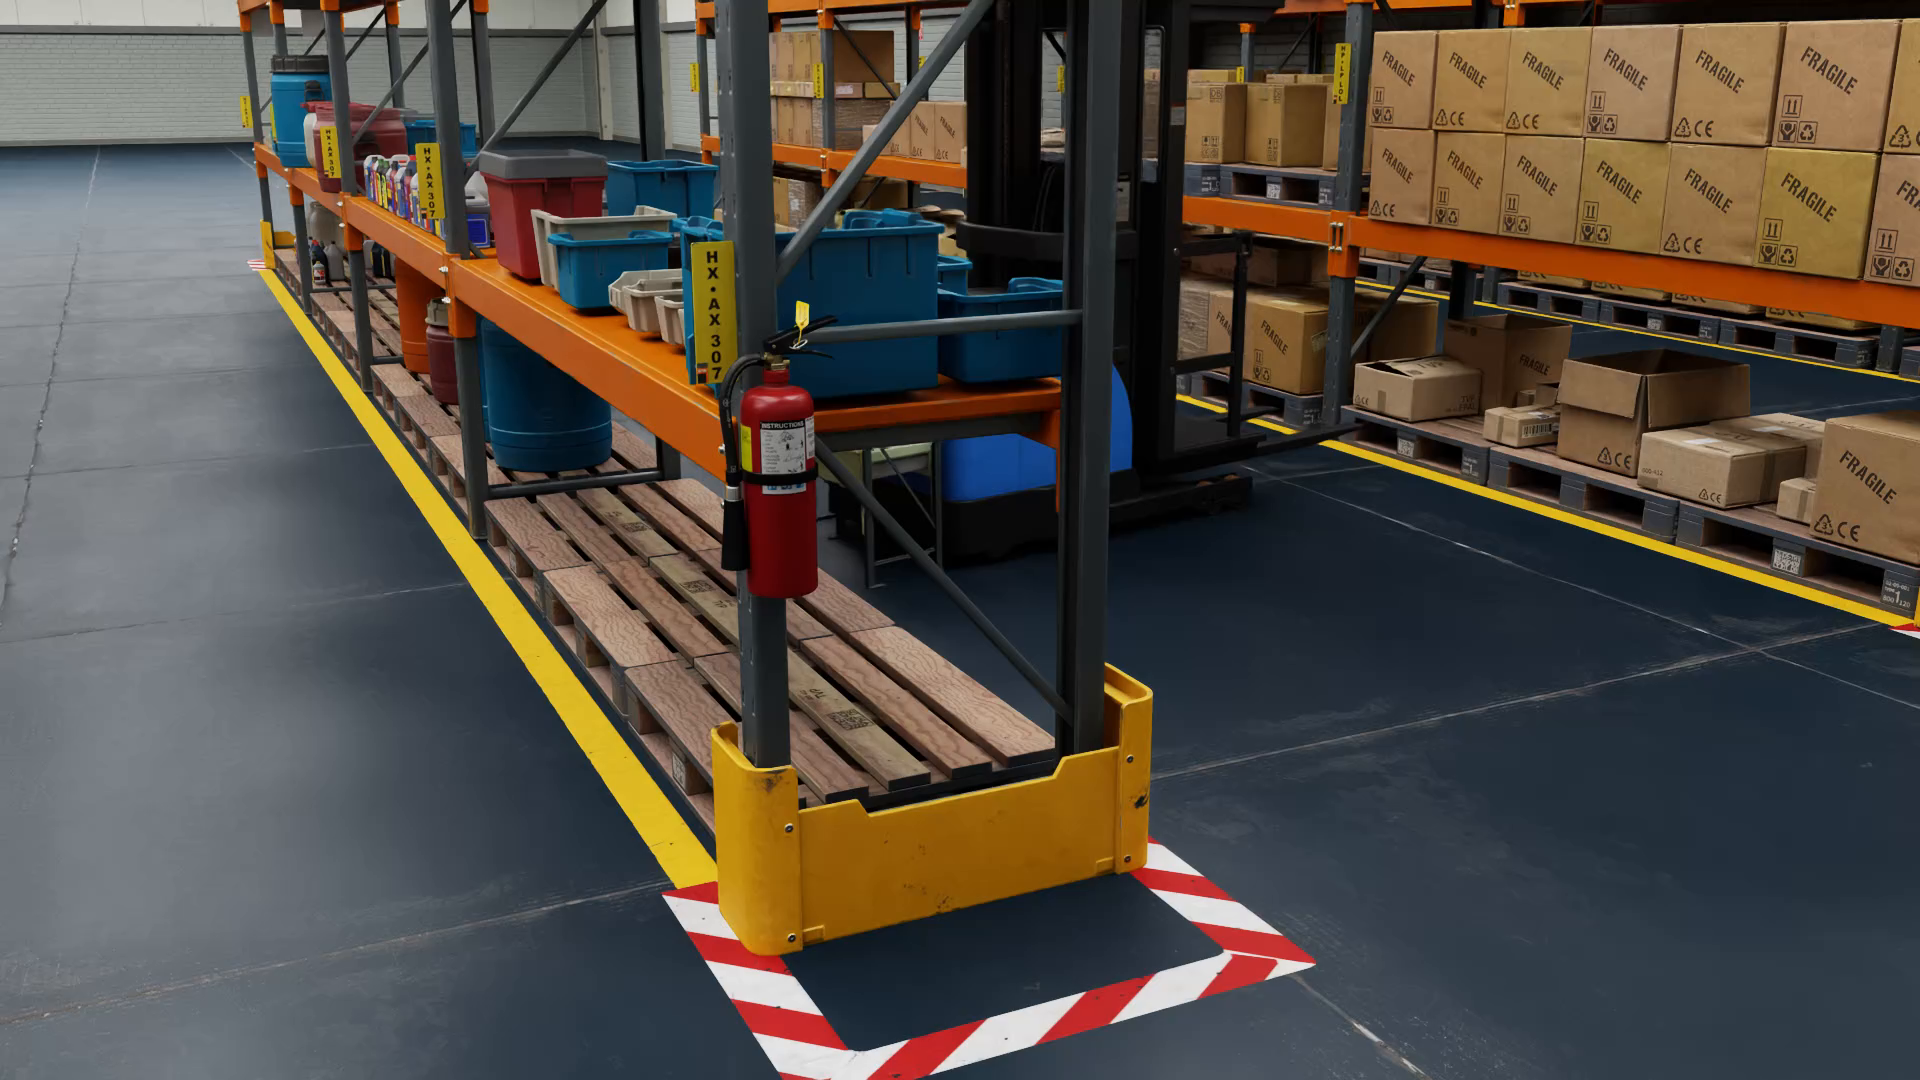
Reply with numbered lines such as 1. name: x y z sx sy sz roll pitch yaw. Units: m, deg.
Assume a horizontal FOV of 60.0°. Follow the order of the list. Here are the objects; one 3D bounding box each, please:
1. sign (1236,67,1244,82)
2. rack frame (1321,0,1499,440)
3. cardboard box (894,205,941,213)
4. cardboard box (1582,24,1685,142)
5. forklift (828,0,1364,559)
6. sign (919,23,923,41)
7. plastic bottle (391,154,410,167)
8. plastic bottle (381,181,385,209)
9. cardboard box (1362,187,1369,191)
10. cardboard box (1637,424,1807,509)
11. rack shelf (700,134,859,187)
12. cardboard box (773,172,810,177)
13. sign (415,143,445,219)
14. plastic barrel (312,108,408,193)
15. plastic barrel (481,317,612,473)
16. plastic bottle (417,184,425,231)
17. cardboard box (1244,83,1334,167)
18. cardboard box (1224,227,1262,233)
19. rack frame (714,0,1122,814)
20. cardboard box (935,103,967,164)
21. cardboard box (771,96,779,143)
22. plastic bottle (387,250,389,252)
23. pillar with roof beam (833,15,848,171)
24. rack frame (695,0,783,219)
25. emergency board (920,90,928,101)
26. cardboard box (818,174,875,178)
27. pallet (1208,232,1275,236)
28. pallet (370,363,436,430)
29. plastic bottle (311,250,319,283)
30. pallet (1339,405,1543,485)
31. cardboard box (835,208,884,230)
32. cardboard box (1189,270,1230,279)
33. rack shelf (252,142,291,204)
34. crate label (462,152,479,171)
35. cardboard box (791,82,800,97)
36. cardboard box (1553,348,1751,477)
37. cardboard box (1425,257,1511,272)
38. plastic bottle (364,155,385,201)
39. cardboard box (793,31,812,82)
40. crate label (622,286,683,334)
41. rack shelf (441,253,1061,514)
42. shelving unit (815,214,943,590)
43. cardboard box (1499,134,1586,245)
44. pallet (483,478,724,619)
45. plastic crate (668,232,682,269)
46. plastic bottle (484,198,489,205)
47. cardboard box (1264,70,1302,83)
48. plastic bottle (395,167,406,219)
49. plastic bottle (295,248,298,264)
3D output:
1. sign: 3.085 -5.038 18.299 0.100 0.325 0.005 -8 18 -25
2. rack frame: 2.623 -2.106 9.652 1.000 3.000 0.127 -8 18 -25
3. cardboard box: -0.447 -3.174 16.579 0.500 0.311 0.500 -8 18 -25
4. cardboard box: 3.255 -2.101 7.639 0.500 0.500 0.500 -7 17 -23
5. forklift: 0.837 -1.635 8.134 3.031 2.935 1.130 -13 20 -37
6. sign: -0.689 -8.846 28.934 0.001 0.298 0.199 -8 18 -25
7. plastic bottle: -3.548 -2.313 10.597 0.152 0.276 0.135 -8 18 -25
8. plastic bottle: -3.397 -2.079 9.916 0.097 0.201 0.097 0 16 0
9. cardboard box: 4.334 -3.642 17.378 0.500 0.250 0.500 -8 18 -26
10. cardboard box: 3.527 -0.348 7.714 0.500 0.250 0.500 -8 18 -25
11. rack shelf: -1.758 -4.240 18.392 1.077 0.370 4.000 -8 18 -25
12. cardboard box: -1.944 -3.790 18.384 0.500 0.500 0.500 -8 18 -25
13. sign: -2.327 -1.576 7.301 0.100 0.325 0.005 -8 18 -25
14. plastic barrel: -4.059 -2.644 11.280 0.600 0.536 0.708 -8 18 -25
15. plastic barrel: -2.054 -0.839 8.278 0.600 0.901 0.708 -8 18 -25
16. plastic bottle: -2.734 -1.757 8.659 0.152 0.276 0.135 -8 18 -25
17. cardboard box: 2.258 -2.663 10.651 0.700 0.500 0.500 -5 17 -16
18. cardboard box: 3.308 -3.668 19.433 0.380 0.166 0.250 -10 19 -32
19. rack frame: -0.079 -0.517 4.113 1.000 3.000 0.127 -8 18 -25
20. cardboard box: 0.121 -3.560 14.537 0.500 0.500 0.500 -9 18 -28
21. cardboard box: -1.760 -4.629 18.262 0.700 0.500 0.500 -7 17 -23
22. plastic bottle: -5.317 -2.681 15.659 0.144 0.351 0.185 -7 17 -23
23. pillar with roof beam: -6.225 -10.951 29.598 9.100 9.000 0.400 -8 18 -25
24. rack frame: -2.634 -5.082 20.021 1.000 3.000 0.127 -8 18 -25
25. emergency board: -0.775 -7.717 29.205 0.194 1.169 0.643 -8 18 -25
26. cardboard box: -1.242 -3.731 18.179 0.500 0.500 0.500 -8 18 -25
27. pallet: 3.244 -3.511 19.604 1.003 0.211 1.213 -8 18 -25
28. pallet: -3.201 -0.970 10.747 1.003 0.211 1.213 -8 18 -25
29. plastic bottle: -5.843 -2.477 15.073 0.061 0.283 0.133 -7 17 -22
30. pallet: 2.923 -0.595 9.443 1.003 0.211 1.213 -8 18 -25
31. cardboard box: -0.925 -3.107 16.346 0.500 0.311 0.500 -8 18 -25
32. cardboard box: 1.953 -1.647 11.785 0.500 0.500 0.500 -8 18 -27
33. rack shelf: -6.212 -3.642 16.309 1.077 0.370 4.000 -8 18 -25
34. crate label: -3.431 -2.570 11.571 0.303 0.233 0.416 -8 18 -25
35. cardboard box: -1.533 -4.682 17.272 0.380 0.149 0.250 -8 18 -25
36. cardboard box: 3.451 -0.652 8.315 0.797 0.503 0.637 -8 18 -25
37. cardboard box: 4.960 -2.880 16.082 0.700 0.500 0.500 -7 18 -24
38. plastic bottle: -3.685 -2.294 10.533 0.152 0.276 0.135 -8 18 -25
39. cardboard box: -1.304 -4.996 17.189 0.700 0.500 0.500 -8 18 -25
40. crate label: -0.857 -0.739 5.257 0.396 0.136 0.243 -8 18 -25
41. rack shelf: -0.955 -0.667 5.941 1.077 0.370 4.000 -8 18 -25
42. shelving unit: -0.476 -0.626 7.200 0.431 1.500 0.755 -14 21 -37
43. cardboard box: 3.046 -1.744 8.209 0.500 0.500 0.500 -8 18 -25
44. pallet: -1.474 0.009 7.335 1.003 0.211 1.213 -8 18 -25
45. plastic crate: -1.099 -1.160 6.745 0.437 0.125 0.590 -8 18 -25
46. plastic bottle: -2.351 -1.582 8.186 0.097 0.201 0.097 0 16 0
47. cardboard box: 3.552 -5.129 19.062 0.500 0.500 0.500 -8 18 -26
48. plastic bottle: -3.077 -1.950 9.334 0.152 0.276 0.135 -8 18 -25
49. plastic bottle: -6.529 -2.838 16.476 0.097 0.201 0.097 0 16 0
